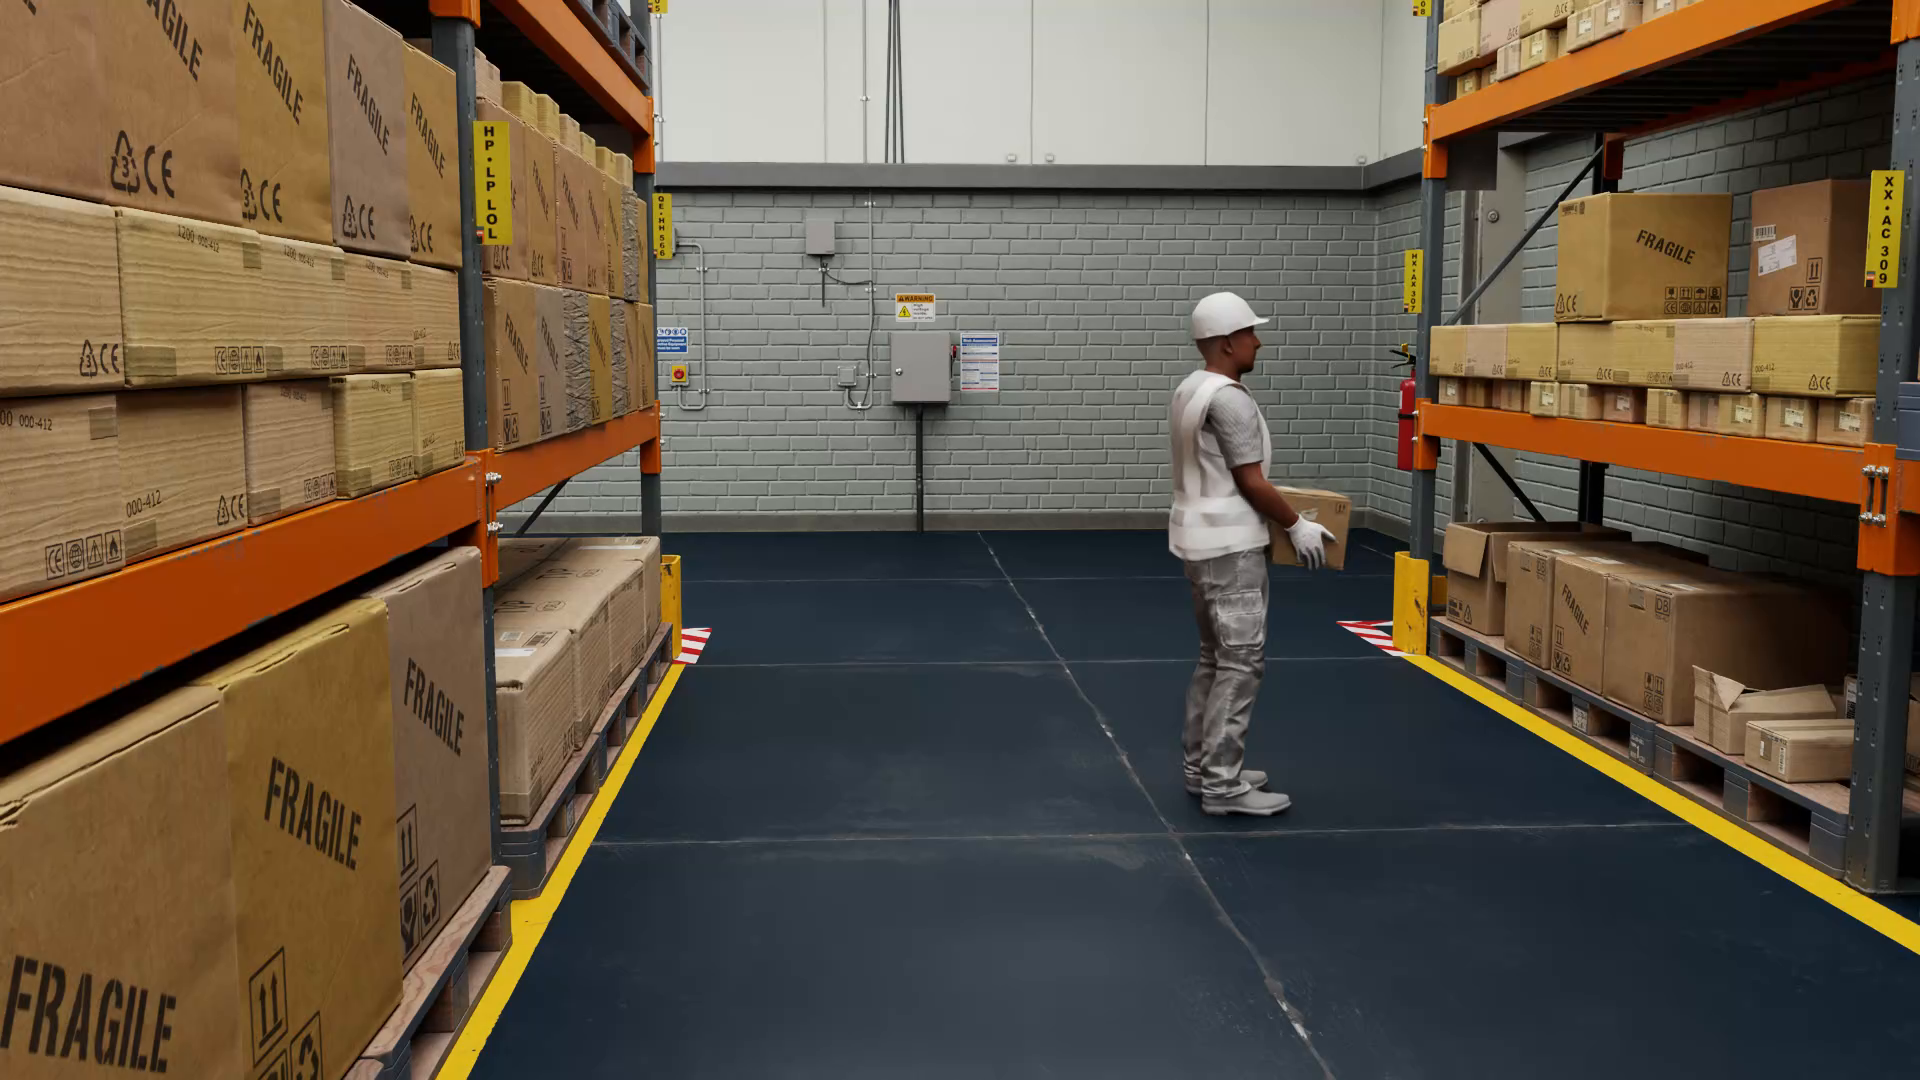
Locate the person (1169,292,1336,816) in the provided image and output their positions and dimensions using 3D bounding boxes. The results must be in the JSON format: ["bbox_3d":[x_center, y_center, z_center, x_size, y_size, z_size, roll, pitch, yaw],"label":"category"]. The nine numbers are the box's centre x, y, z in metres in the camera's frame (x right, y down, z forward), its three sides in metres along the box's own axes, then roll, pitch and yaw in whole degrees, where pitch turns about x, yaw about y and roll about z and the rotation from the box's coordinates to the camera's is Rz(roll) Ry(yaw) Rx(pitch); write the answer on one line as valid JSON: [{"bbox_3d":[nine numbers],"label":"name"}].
[{"bbox_3d":[1.007,0.038,5.812,0.541,1.789,0.532,-1,7,-4],"label":"person"}]
